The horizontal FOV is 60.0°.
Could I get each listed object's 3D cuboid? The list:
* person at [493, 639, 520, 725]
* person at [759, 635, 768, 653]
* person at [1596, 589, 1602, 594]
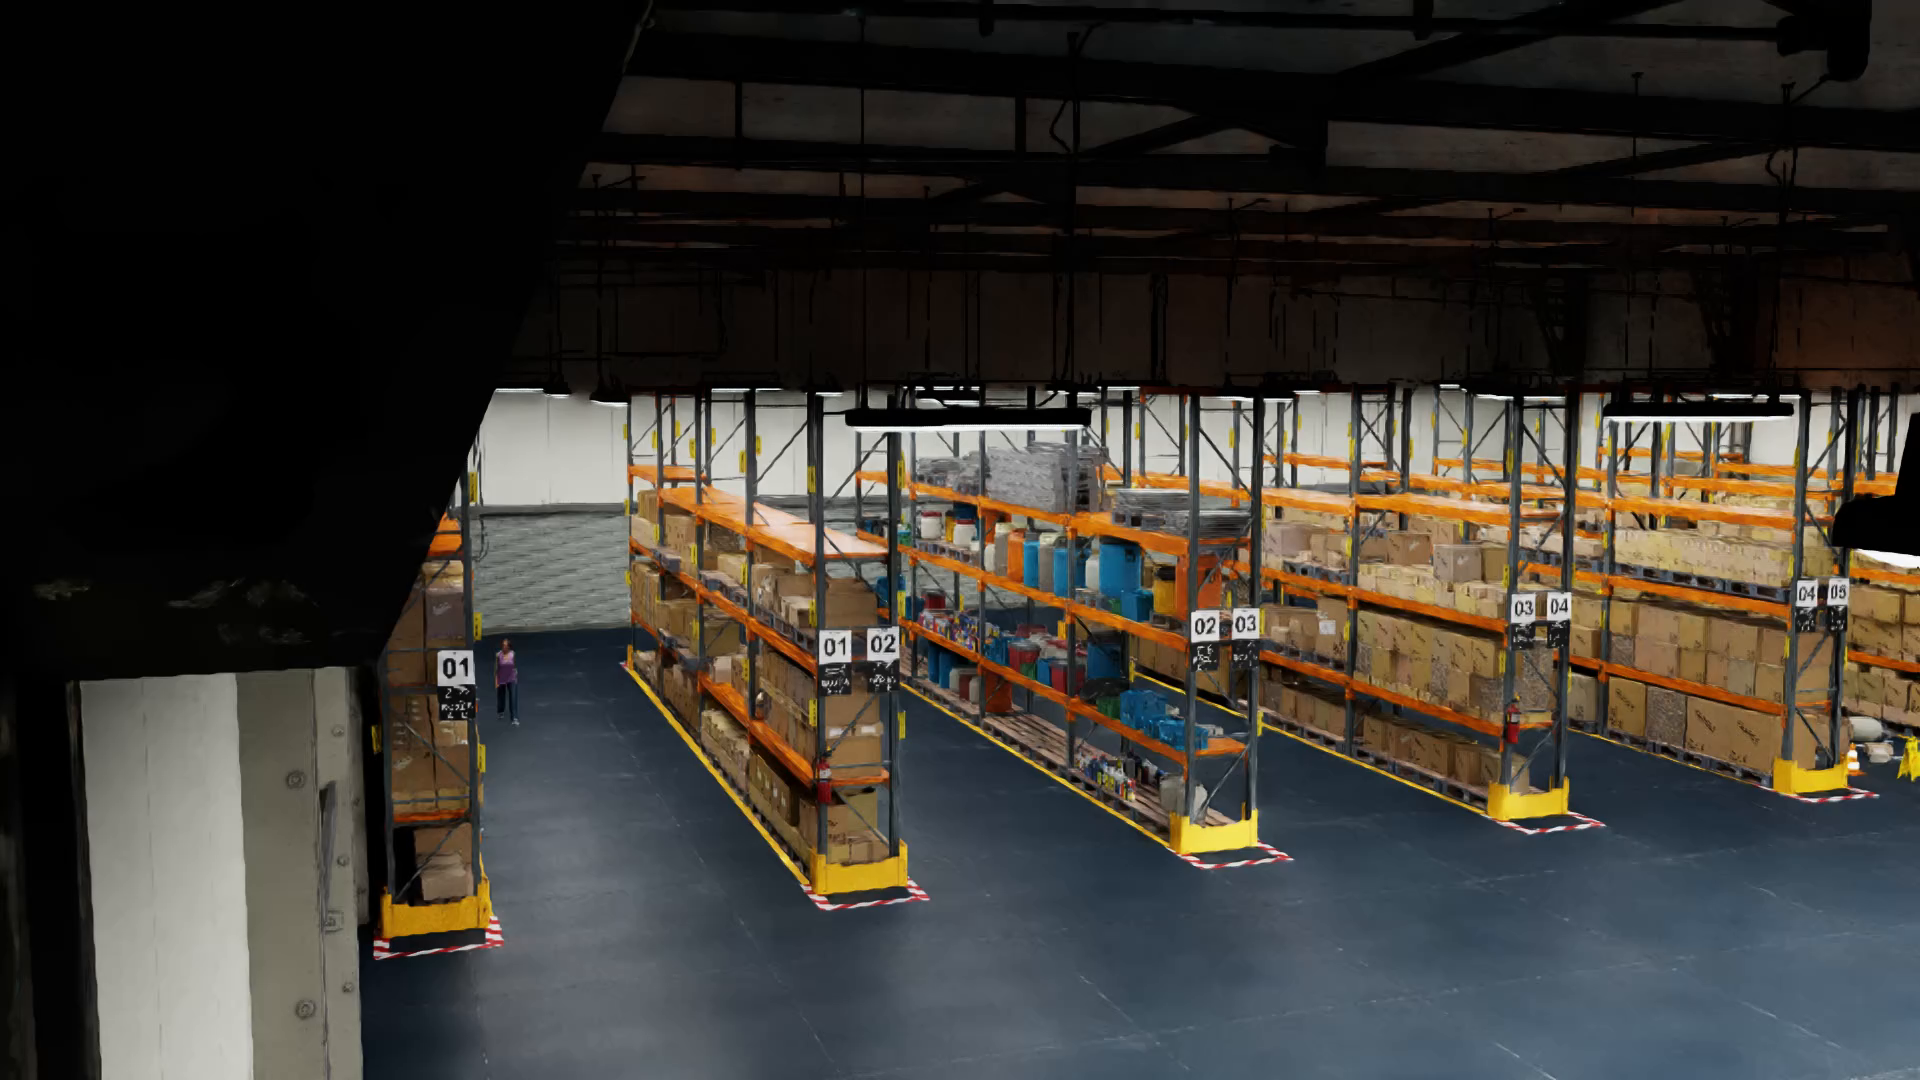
[{"bbox_3d":[-8.108,2.500,29.659,0.419,1.513,1.037,-2,6,-21],"label":"person"},{"bbox_3d":[-3.983,2.062,33.114,0.365,1.689,0.613,-3,7,-31],"label":"person"},{"bbox_3d":[13.221,1.884,34.434,0.503,1.764,0.624,1,6,10],"label":"person"}]
